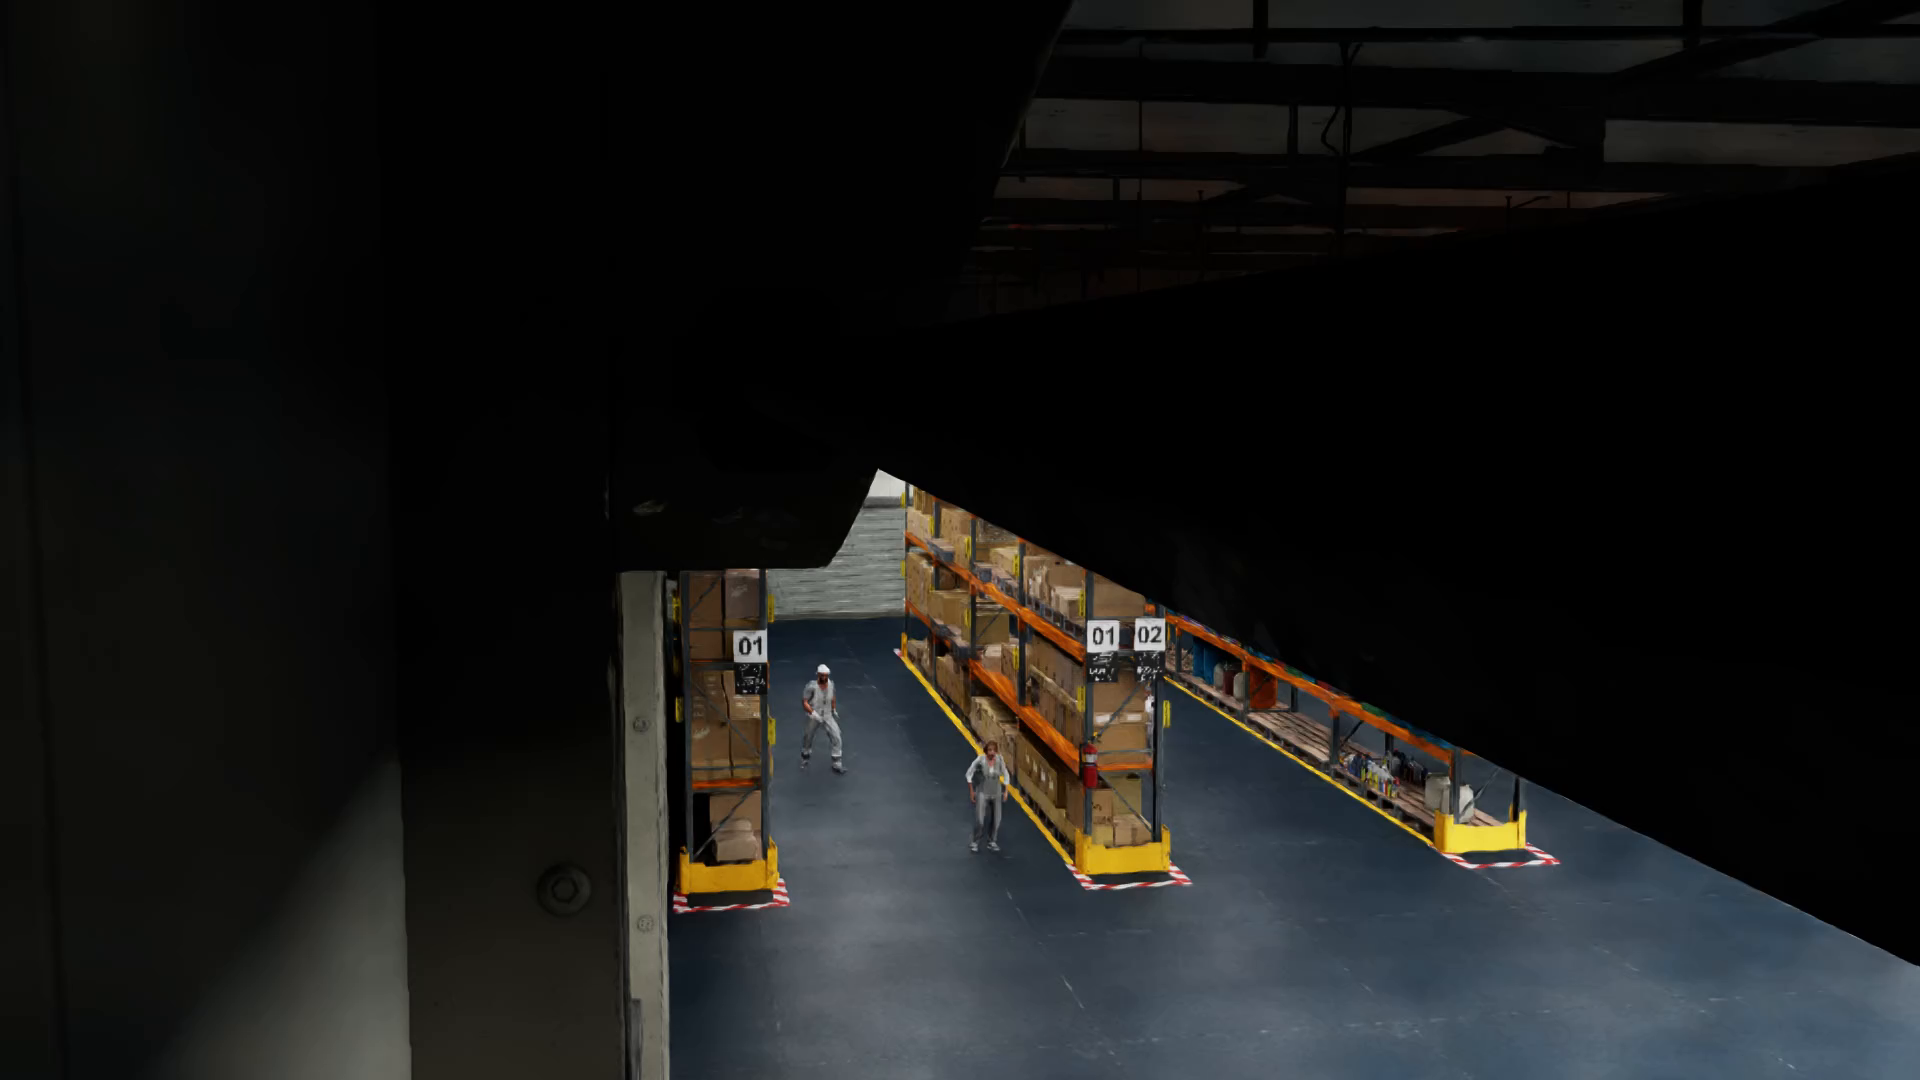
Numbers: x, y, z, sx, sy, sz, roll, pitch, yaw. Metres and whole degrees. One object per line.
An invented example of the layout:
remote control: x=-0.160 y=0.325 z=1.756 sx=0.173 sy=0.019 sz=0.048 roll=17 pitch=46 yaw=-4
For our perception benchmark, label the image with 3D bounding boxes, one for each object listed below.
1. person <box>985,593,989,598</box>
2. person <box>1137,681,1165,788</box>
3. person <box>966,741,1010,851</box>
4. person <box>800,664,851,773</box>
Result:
person: x=0.558 y=1.472 z=38.186 sx=0.617 sy=1.775 sz=0.724 roll=3 pitch=7 yaw=25
person: x=2.812 y=2.909 z=25.284 sx=0.493 sy=1.600 sz=1.096 roll=-1 pitch=6 yaw=-8
person: x=0.363 y=3.334 z=21.655 sx=0.566 sy=1.529 sz=0.554 roll=-1 pitch=6 yaw=-13
person: x=-2.162 y=2.771 z=25.993 sx=0.668 sy=1.720 sz=0.852 roll=-3 pitch=7 yaw=-27
